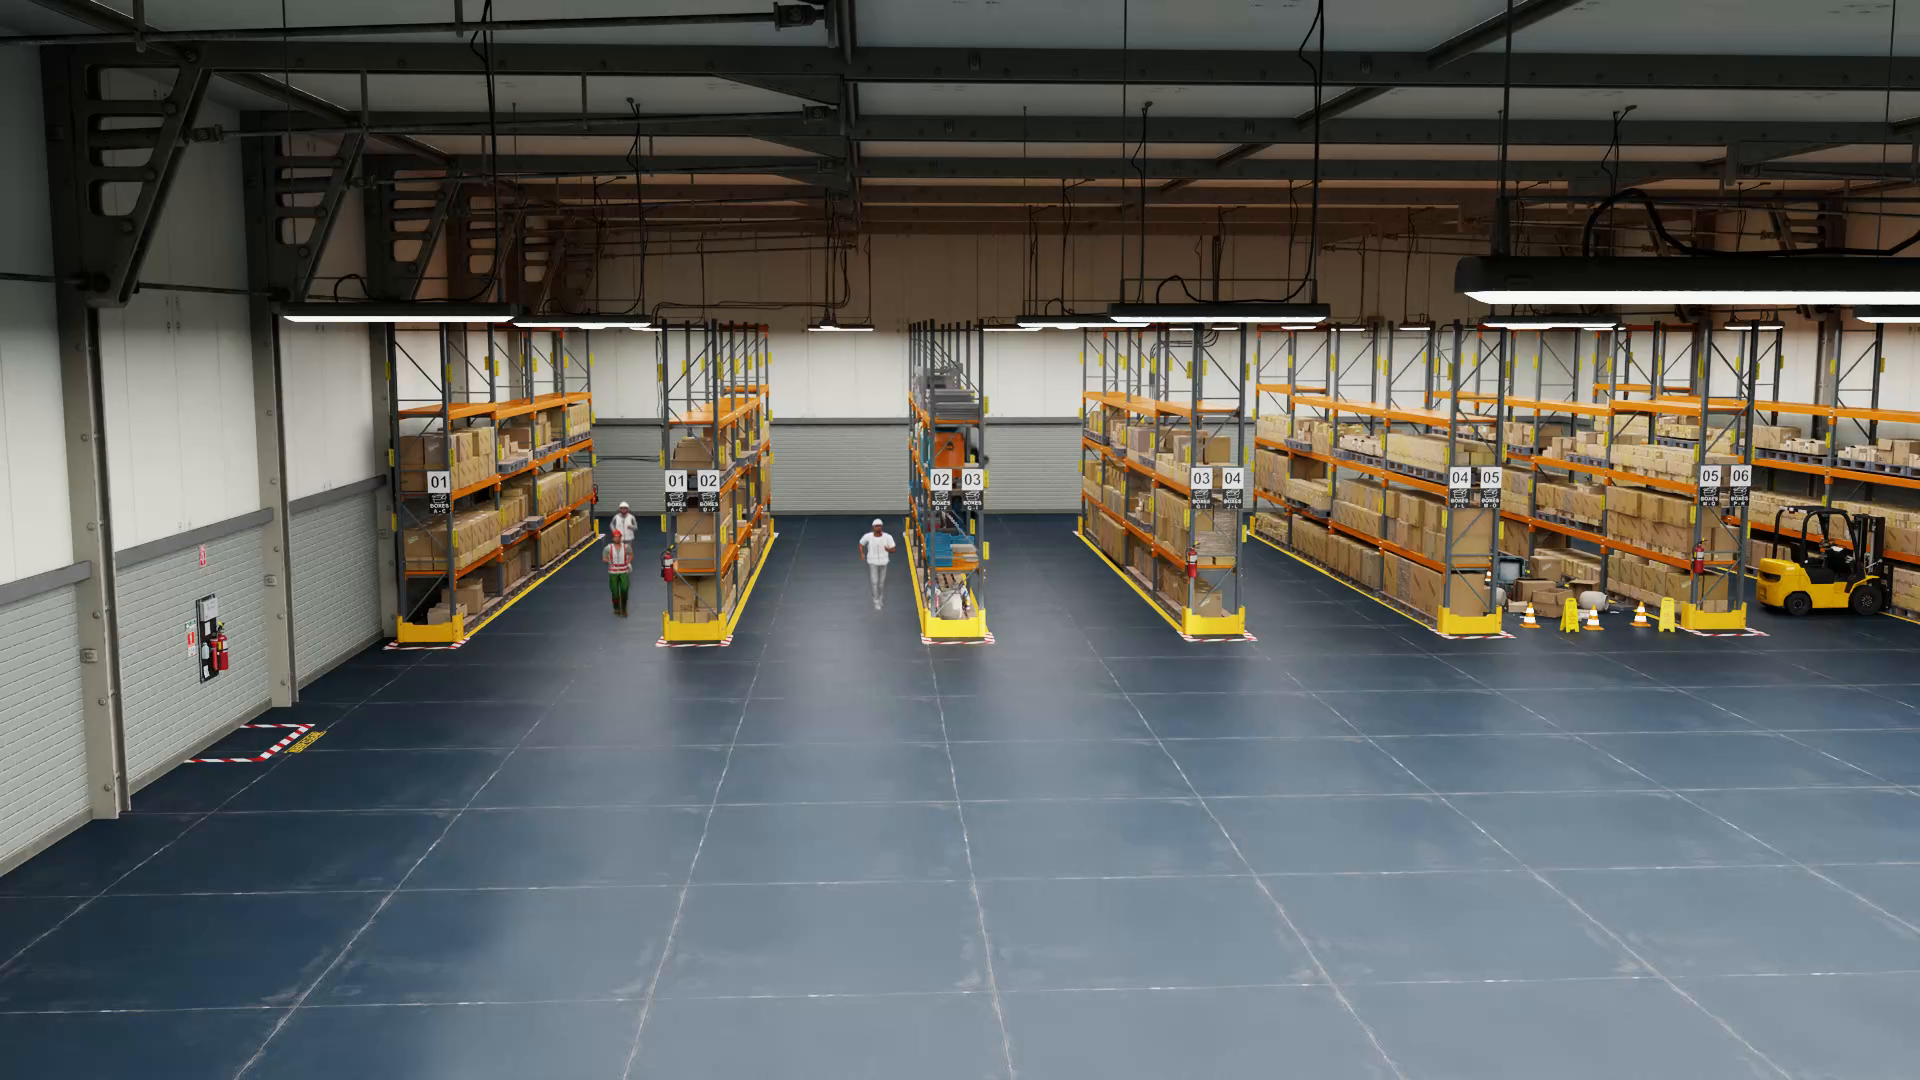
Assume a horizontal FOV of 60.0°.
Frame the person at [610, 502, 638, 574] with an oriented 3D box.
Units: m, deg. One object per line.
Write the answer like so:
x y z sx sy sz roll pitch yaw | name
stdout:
-7.910 0.016 39.185 0.636 1.820 0.710 -1 7 -11 | person

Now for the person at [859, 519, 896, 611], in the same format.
-1.617 0.483 32.896 0.700 1.804 0.920 -1 7 -12 | person

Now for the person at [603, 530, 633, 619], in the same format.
-6.915 0.697 33.661 0.608 1.816 0.747 -2 7 -12 | person
